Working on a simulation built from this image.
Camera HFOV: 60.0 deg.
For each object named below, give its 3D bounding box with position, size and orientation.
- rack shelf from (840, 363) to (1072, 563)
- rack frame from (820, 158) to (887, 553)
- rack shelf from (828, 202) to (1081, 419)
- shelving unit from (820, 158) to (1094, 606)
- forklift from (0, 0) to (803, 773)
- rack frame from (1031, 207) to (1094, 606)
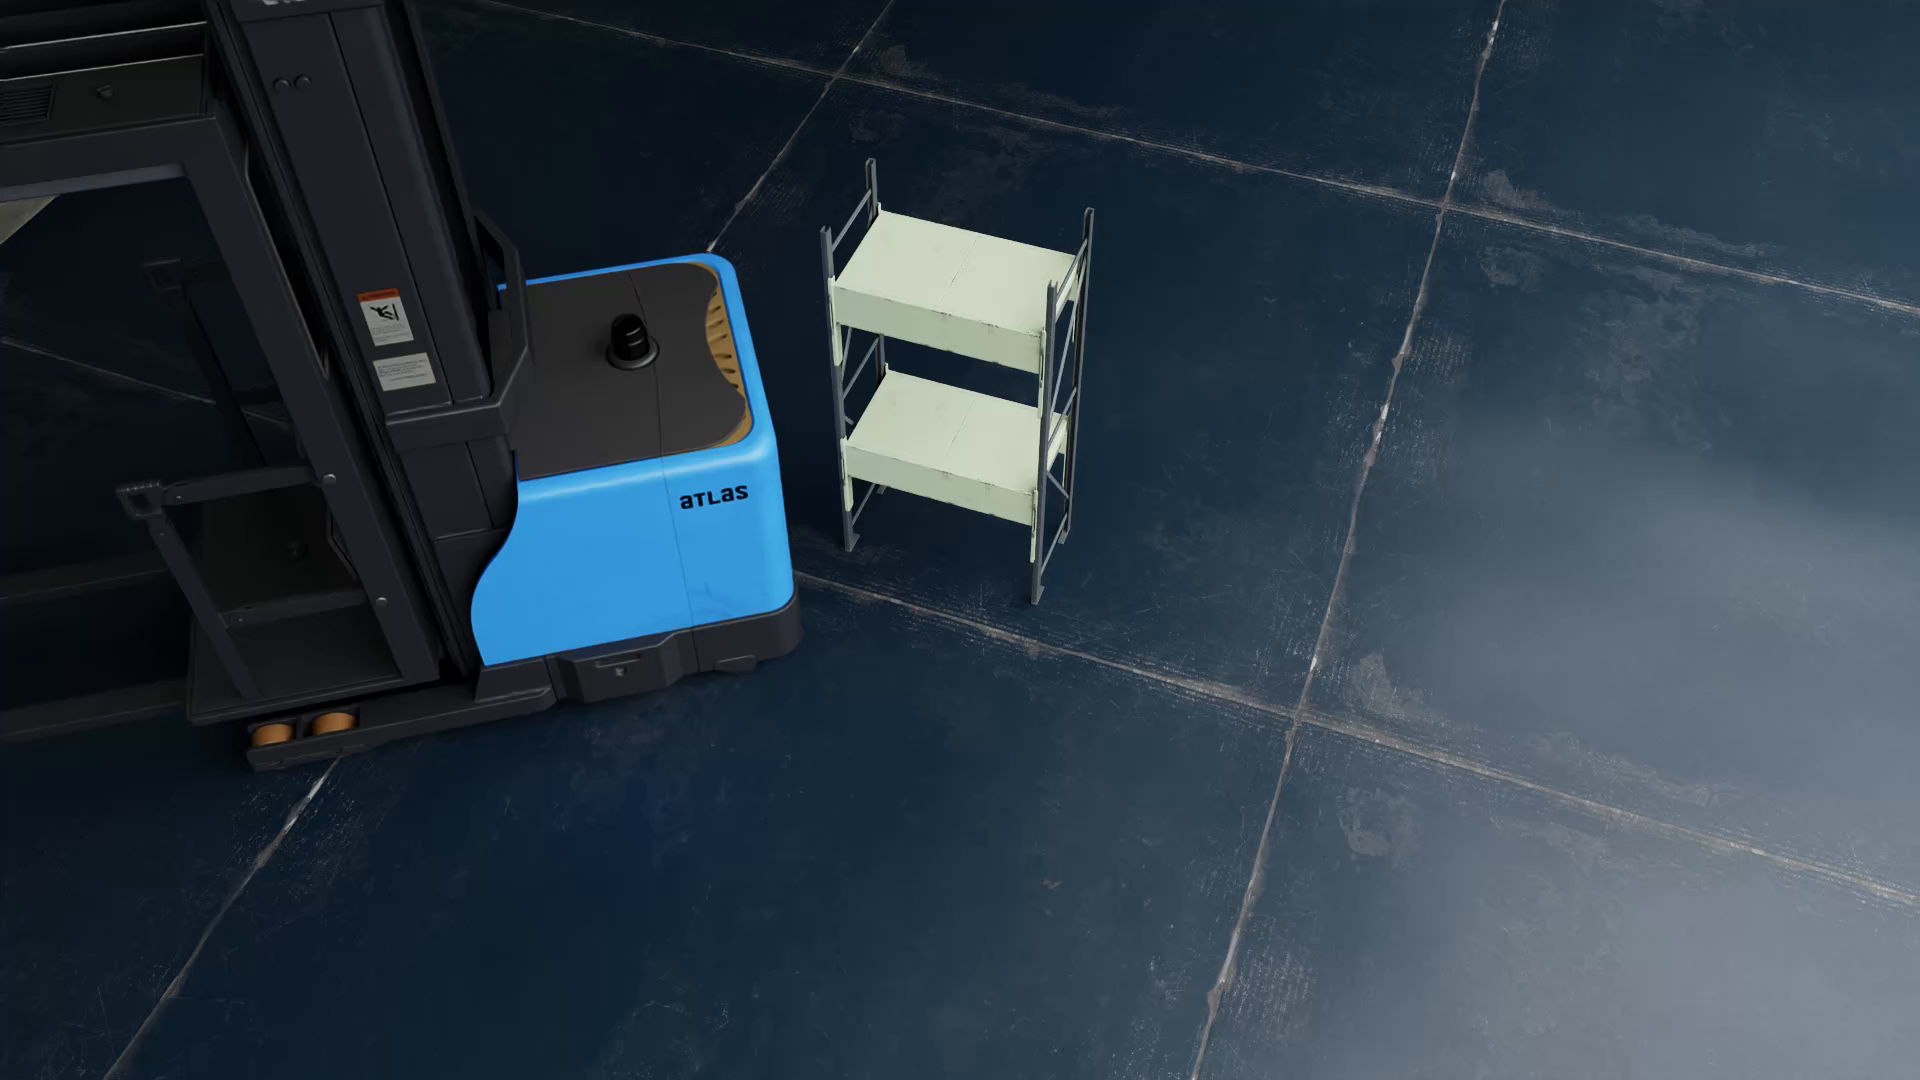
[{"bbox_3d":[-0.006,-0.279,5.931,0.720,0.370,0.431,16,51,13],"label":"rack shelf"},{"bbox_3d":[-0.350,-0.589,5.768,0.023,1.500,0.400,16,51,13],"label":"rack frame"},{"bbox_3d":[-0.006,-0.749,5.390,0.720,0.370,0.431,16,51,13],"label":"rack shelf"},{"bbox_3d":[-0.006,-0.493,5.685,0.755,1.500,0.431,16,51,13],"label":"shelving unit"},{"bbox_3d":[-2.129,-0.633,4.859,3.031,2.935,1.130,-11,50,-9],"label":"forklift"},{"bbox_3d":[0.337,-0.397,5.602,0.023,1.500,0.400,16,51,13],"label":"rack frame"}]
